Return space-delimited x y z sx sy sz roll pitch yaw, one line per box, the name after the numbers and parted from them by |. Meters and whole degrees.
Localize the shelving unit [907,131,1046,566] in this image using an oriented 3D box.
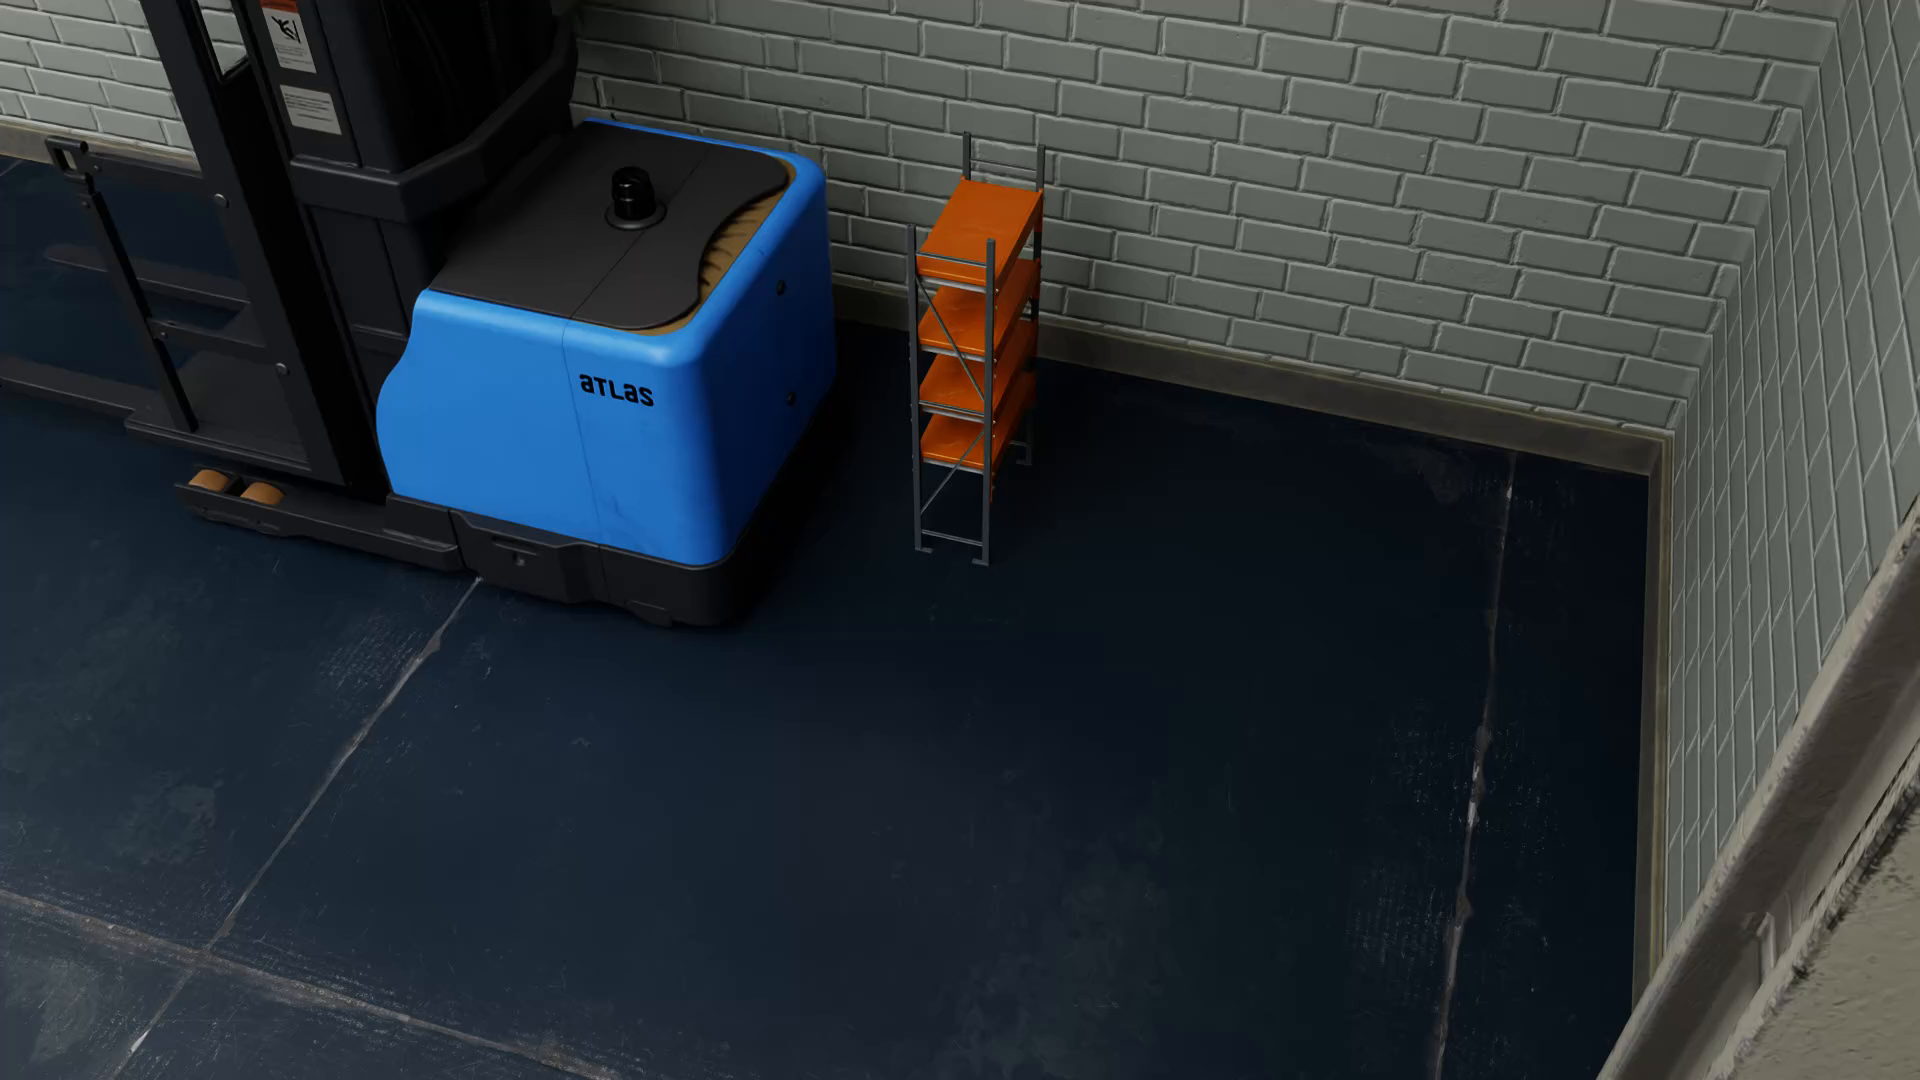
0.050 -0.539 4.943 0.258 1.200 0.503 13 46 13 | shelving unit

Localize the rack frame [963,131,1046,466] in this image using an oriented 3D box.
0.124 -0.702 5.109 0.240 1.200 0.015 13 46 13 | rack frame

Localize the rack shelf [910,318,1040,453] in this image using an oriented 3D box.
0.050 -0.491 4.990 0.258 0.148 0.480 13 46 13 | rack shelf

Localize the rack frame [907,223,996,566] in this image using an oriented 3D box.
-0.024 -0.377 4.777 0.240 1.200 0.015 13 46 13 | rack frame

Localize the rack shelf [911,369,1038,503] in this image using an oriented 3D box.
0.050 -0.349 5.129 0.258 0.148 0.480 13 46 13 | rack shelf

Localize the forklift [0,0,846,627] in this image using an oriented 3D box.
-1.954 -1.402 4.587 3.031 2.935 1.130 13 46 13 | forklift

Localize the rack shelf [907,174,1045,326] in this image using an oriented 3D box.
0.050 -0.820 4.668 0.258 0.148 0.480 13 46 13 | rack shelf

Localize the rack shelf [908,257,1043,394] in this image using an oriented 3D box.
0.050 -0.651 4.834 0.258 0.148 0.480 13 46 13 | rack shelf

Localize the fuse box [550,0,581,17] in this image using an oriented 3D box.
-1.511 -1.529 5.589 0.539 1.711 0.414 13 46 13 | fuse box
